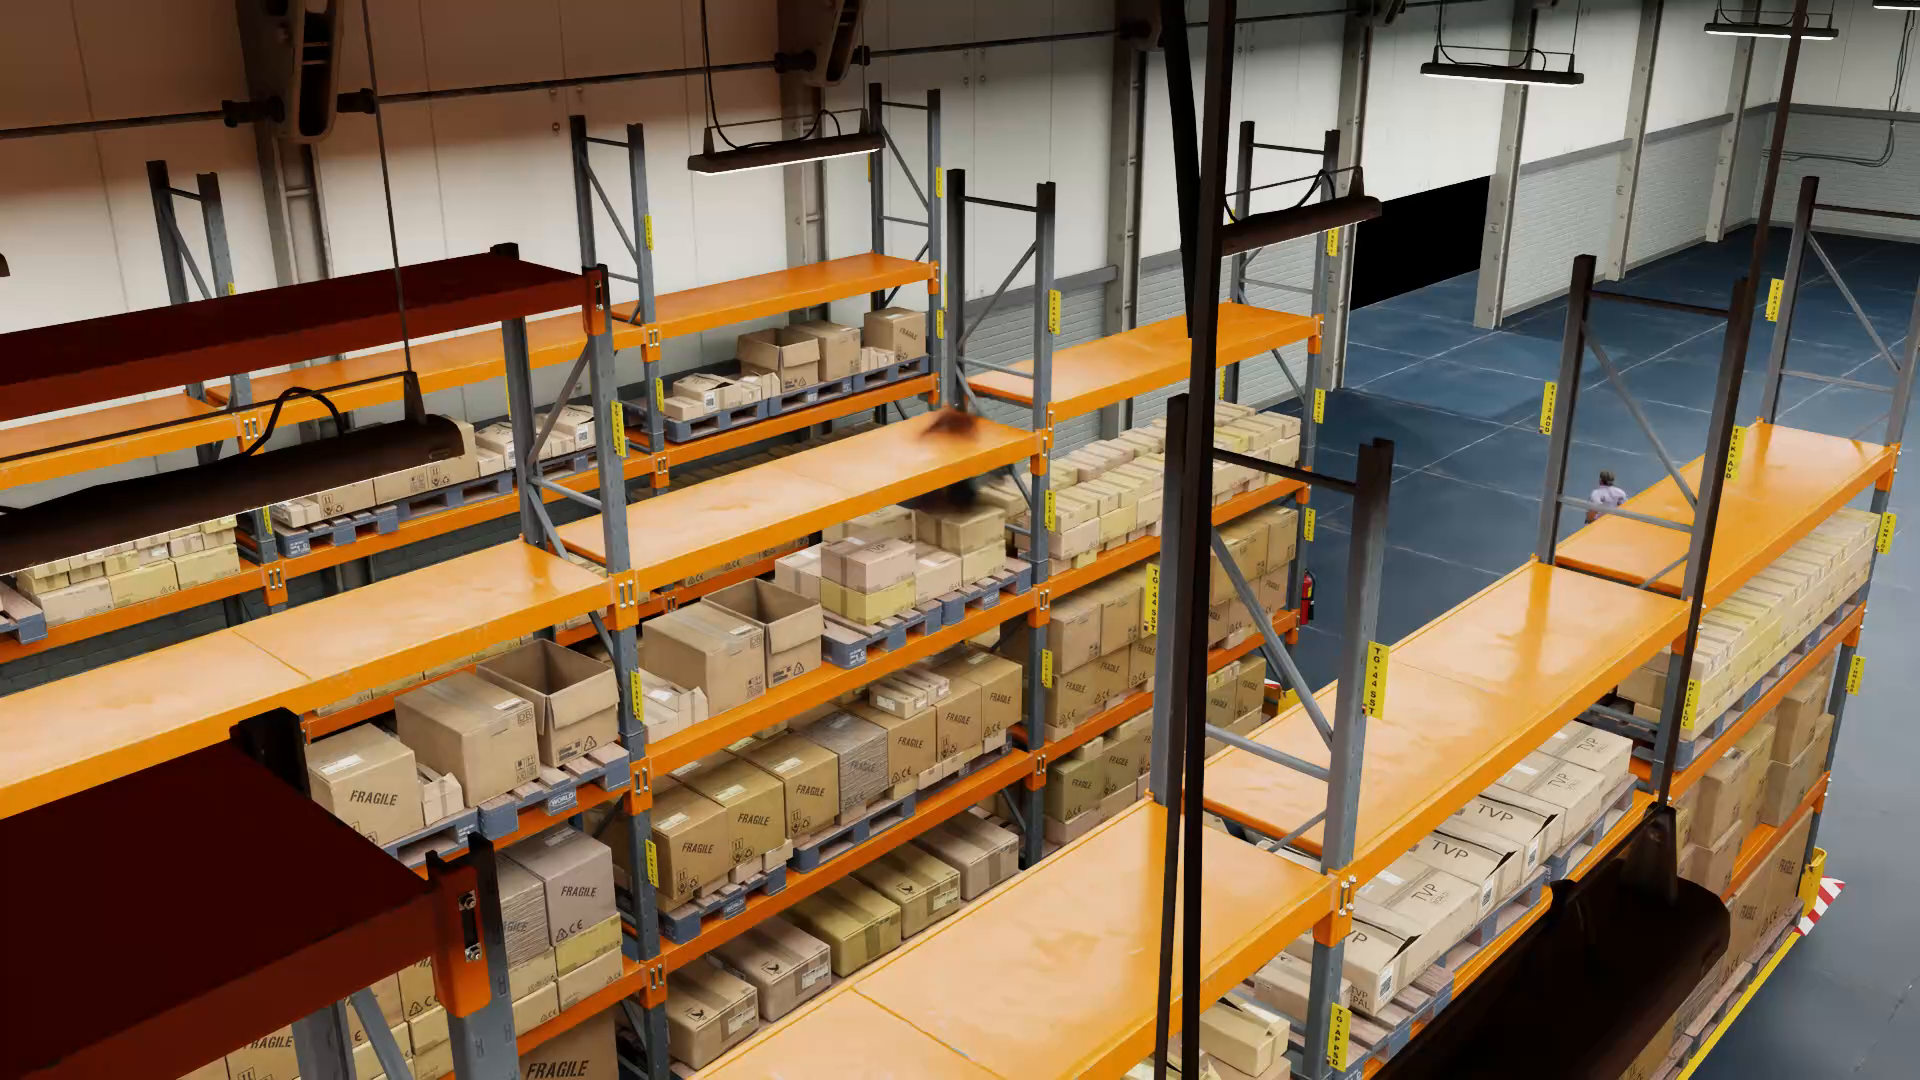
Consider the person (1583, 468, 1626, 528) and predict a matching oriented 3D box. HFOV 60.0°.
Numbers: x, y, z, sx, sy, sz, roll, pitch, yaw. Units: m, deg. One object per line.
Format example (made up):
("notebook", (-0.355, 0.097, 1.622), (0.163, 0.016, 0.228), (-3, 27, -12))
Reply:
("person", (7.688, -0.042, 19.874), (0.586, 1.645, 0.919), (-3, 21, -7))
